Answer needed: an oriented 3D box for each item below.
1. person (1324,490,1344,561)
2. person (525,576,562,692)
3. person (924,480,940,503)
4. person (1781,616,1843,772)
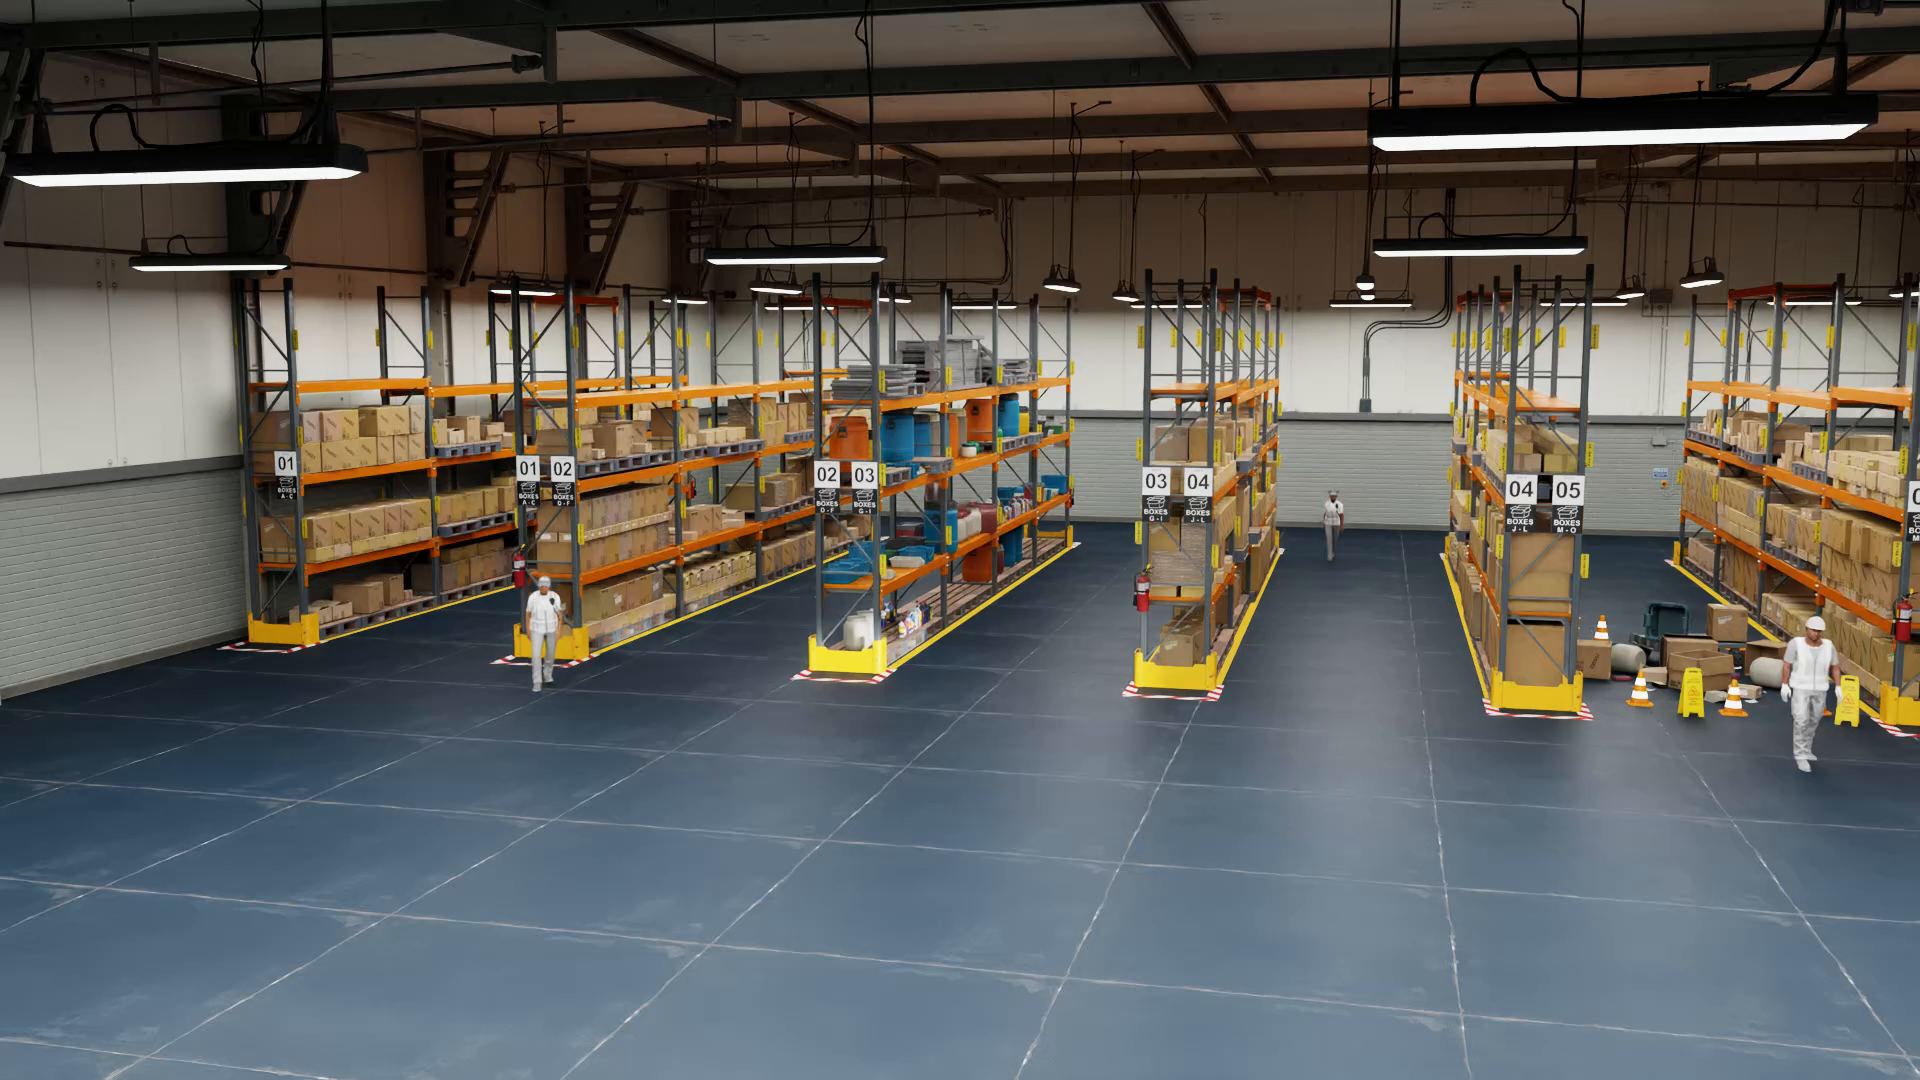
[{"bbox_3d":[8.501,-0.350,37.831,0.435,1.610,1.058,0,7,3],"label":"person"},{"bbox_3d":[-5.998,1.312,23.967,0.528,1.610,0.957,-3,8,-25],"label":"person"},{"bbox_3d":[-0.610,-0.842,41.411,0.563,1.727,1.143,0,7,4],"label":"person"},{"bbox_3d":[10.034,1.783,19.587,0.605,1.792,0.695,1,7,7],"label":"person"}]
